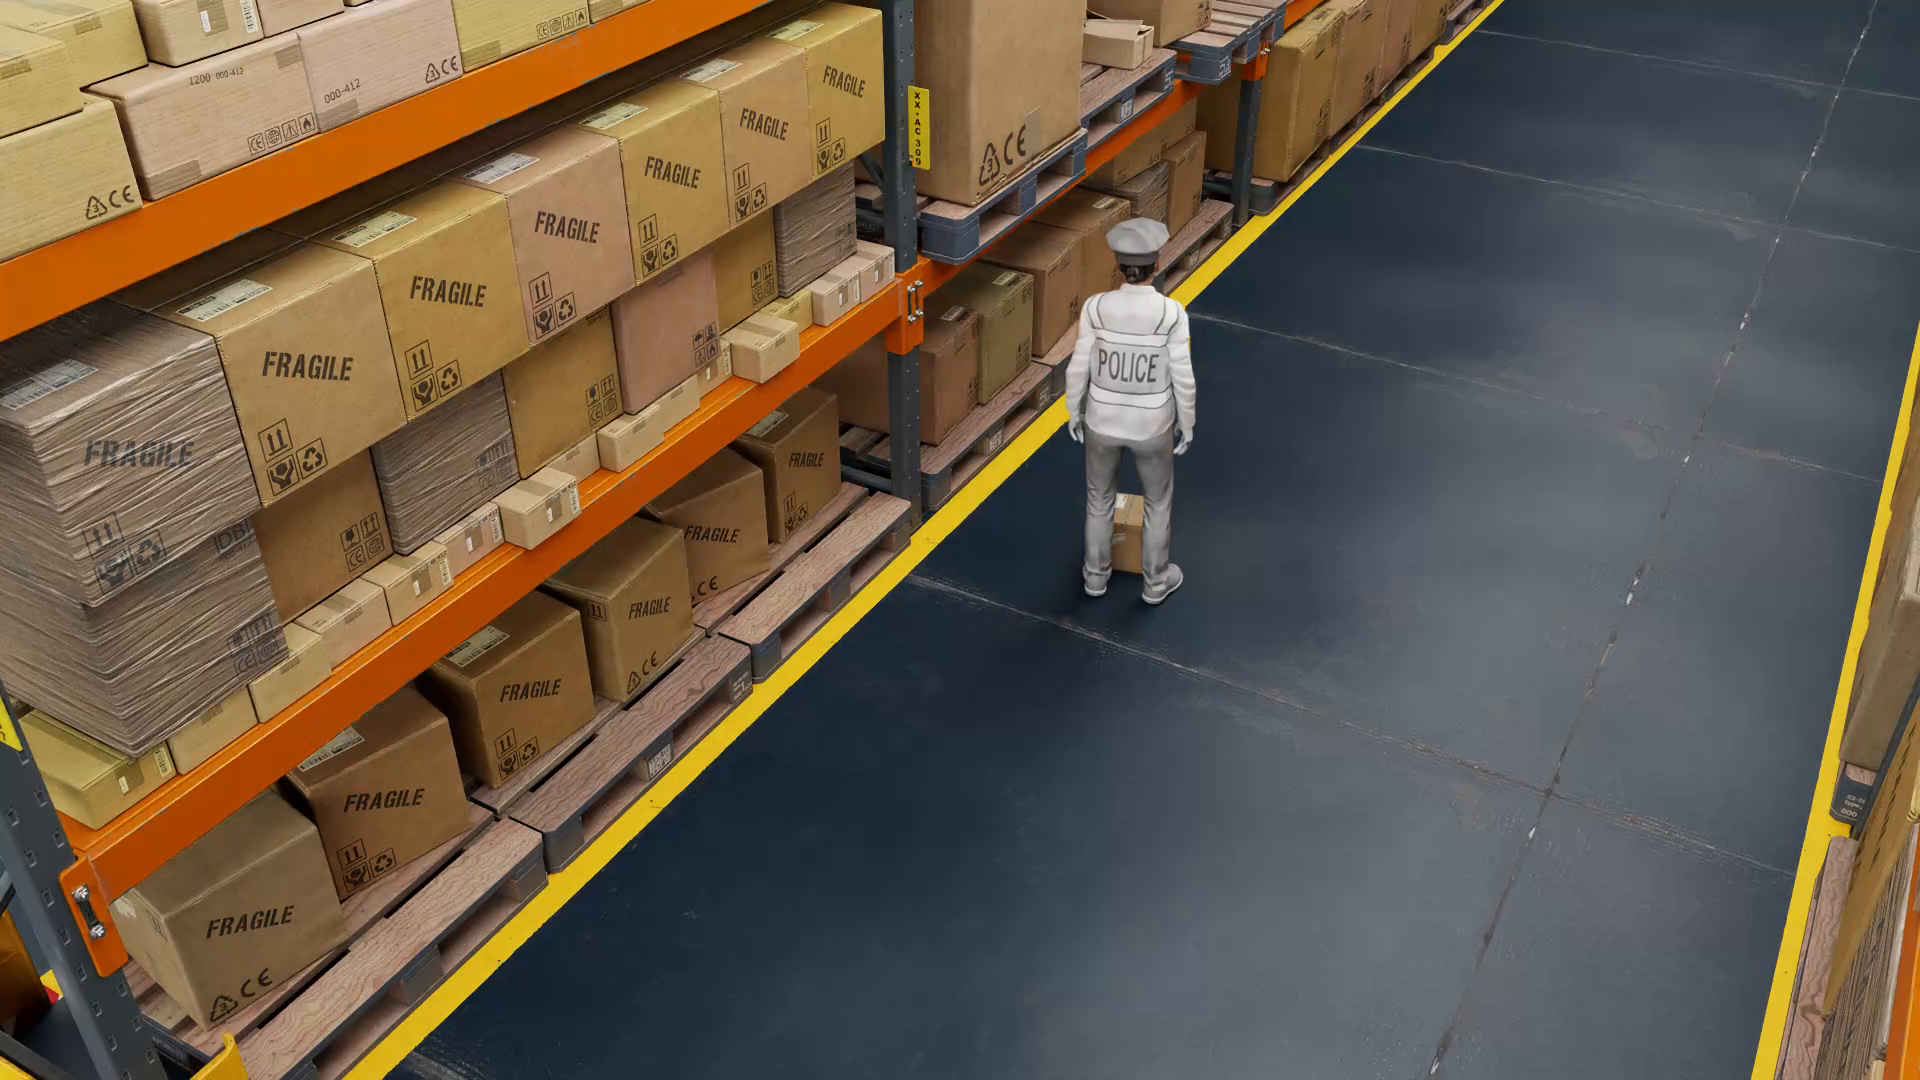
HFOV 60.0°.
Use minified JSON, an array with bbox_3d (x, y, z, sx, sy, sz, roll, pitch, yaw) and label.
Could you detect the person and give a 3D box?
[{"bbox_3d":[0.698,-0.485,6.850,0.538,1.663,0.378,9,35,12],"label":"person"}]
